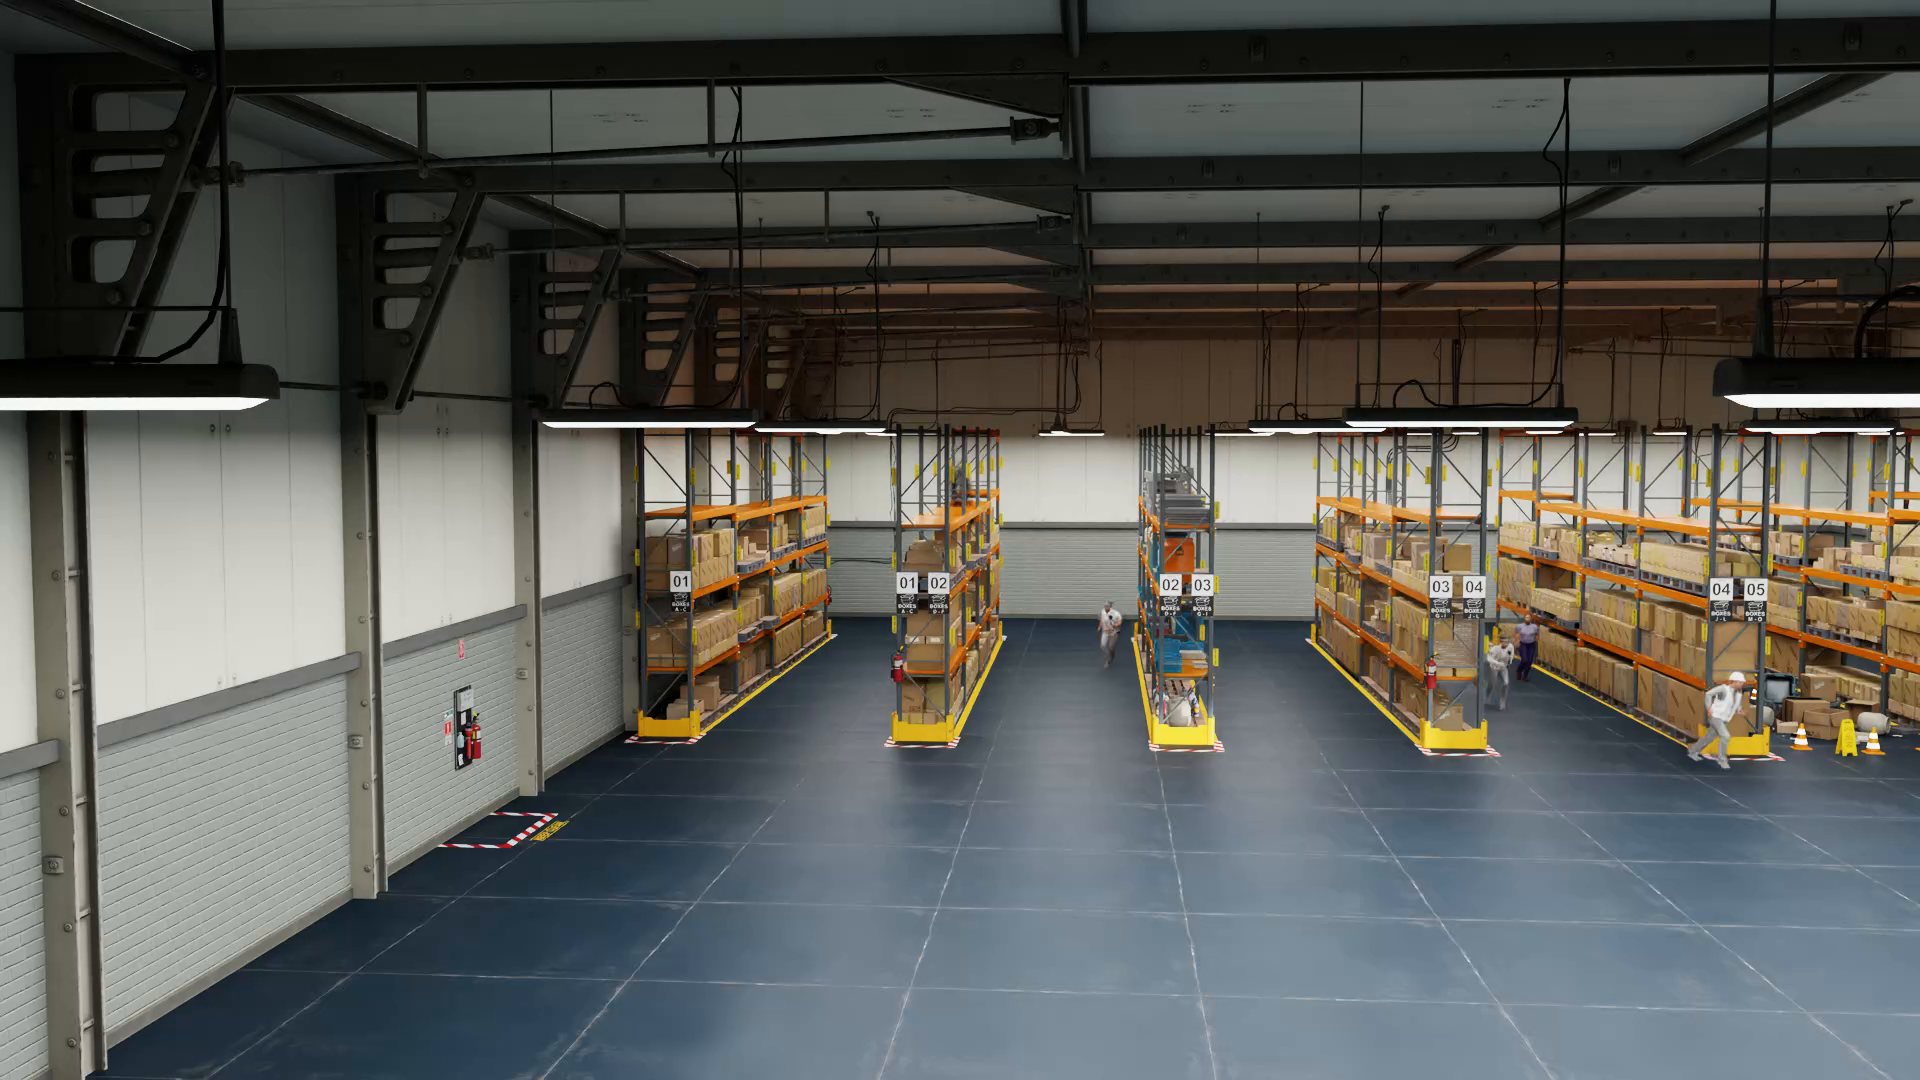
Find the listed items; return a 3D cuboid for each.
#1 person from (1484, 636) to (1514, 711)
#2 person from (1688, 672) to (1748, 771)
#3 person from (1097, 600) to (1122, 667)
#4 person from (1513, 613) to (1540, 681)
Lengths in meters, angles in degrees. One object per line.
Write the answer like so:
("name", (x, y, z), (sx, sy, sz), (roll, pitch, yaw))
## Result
("person", (11.465, 2.803, 35.444), (0.655, 1.624, 0.955), (0, 3, -7))
("person", (13.286, 3.120, 29.109), (0.651, 1.687, 0.968), (-2, 4, -30))
("person", (3.838, 2.356, 41.974), (0.665, 1.734, 0.843), (2, 4, 27))
("person", (13.349, 2.534, 39.088), (0.586, 1.613, 0.576), (0, 3, 4))
